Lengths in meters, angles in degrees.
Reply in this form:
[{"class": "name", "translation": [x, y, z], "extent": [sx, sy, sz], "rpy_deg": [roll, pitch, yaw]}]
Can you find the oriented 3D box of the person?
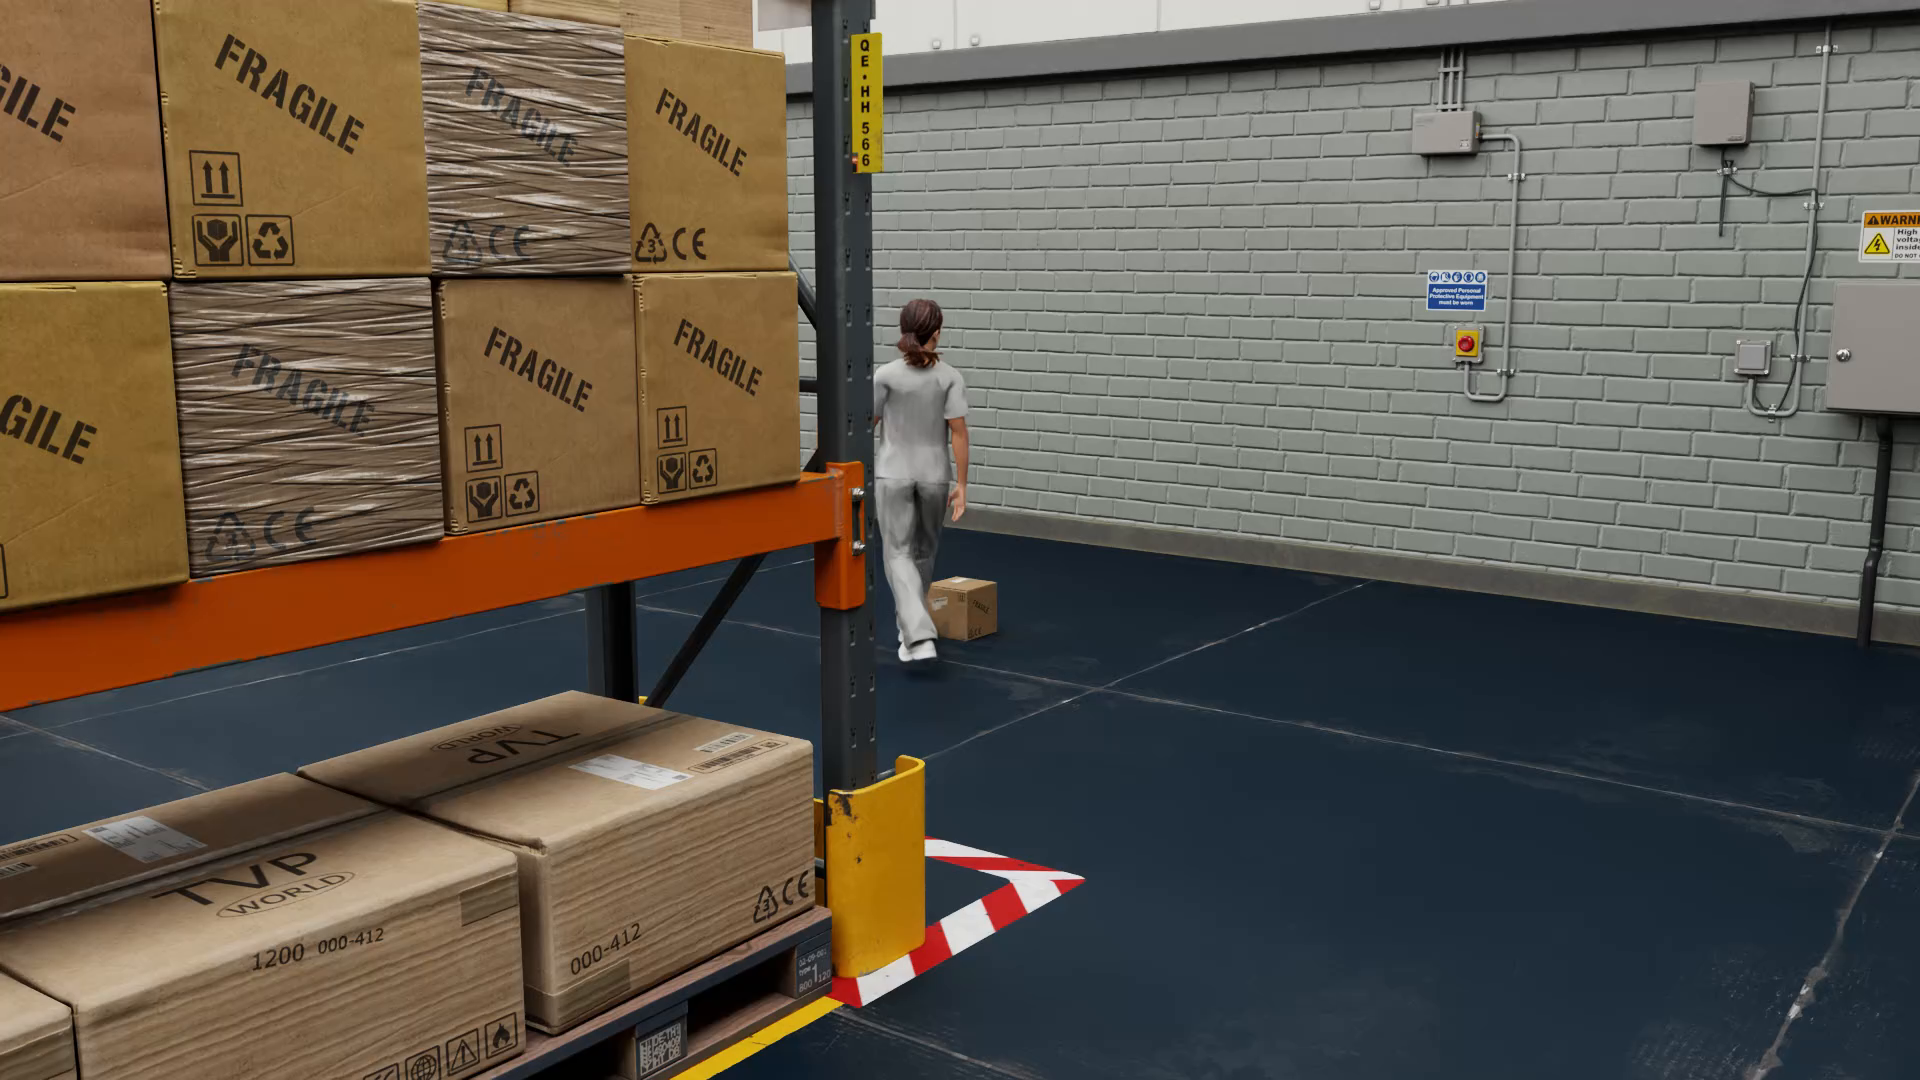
[{"class": "person", "translation": [-0.223, -0.274, 7.515], "extent": [0.487, 1.621, 0.944], "rpy_deg": [-2, 10, -10]}]
